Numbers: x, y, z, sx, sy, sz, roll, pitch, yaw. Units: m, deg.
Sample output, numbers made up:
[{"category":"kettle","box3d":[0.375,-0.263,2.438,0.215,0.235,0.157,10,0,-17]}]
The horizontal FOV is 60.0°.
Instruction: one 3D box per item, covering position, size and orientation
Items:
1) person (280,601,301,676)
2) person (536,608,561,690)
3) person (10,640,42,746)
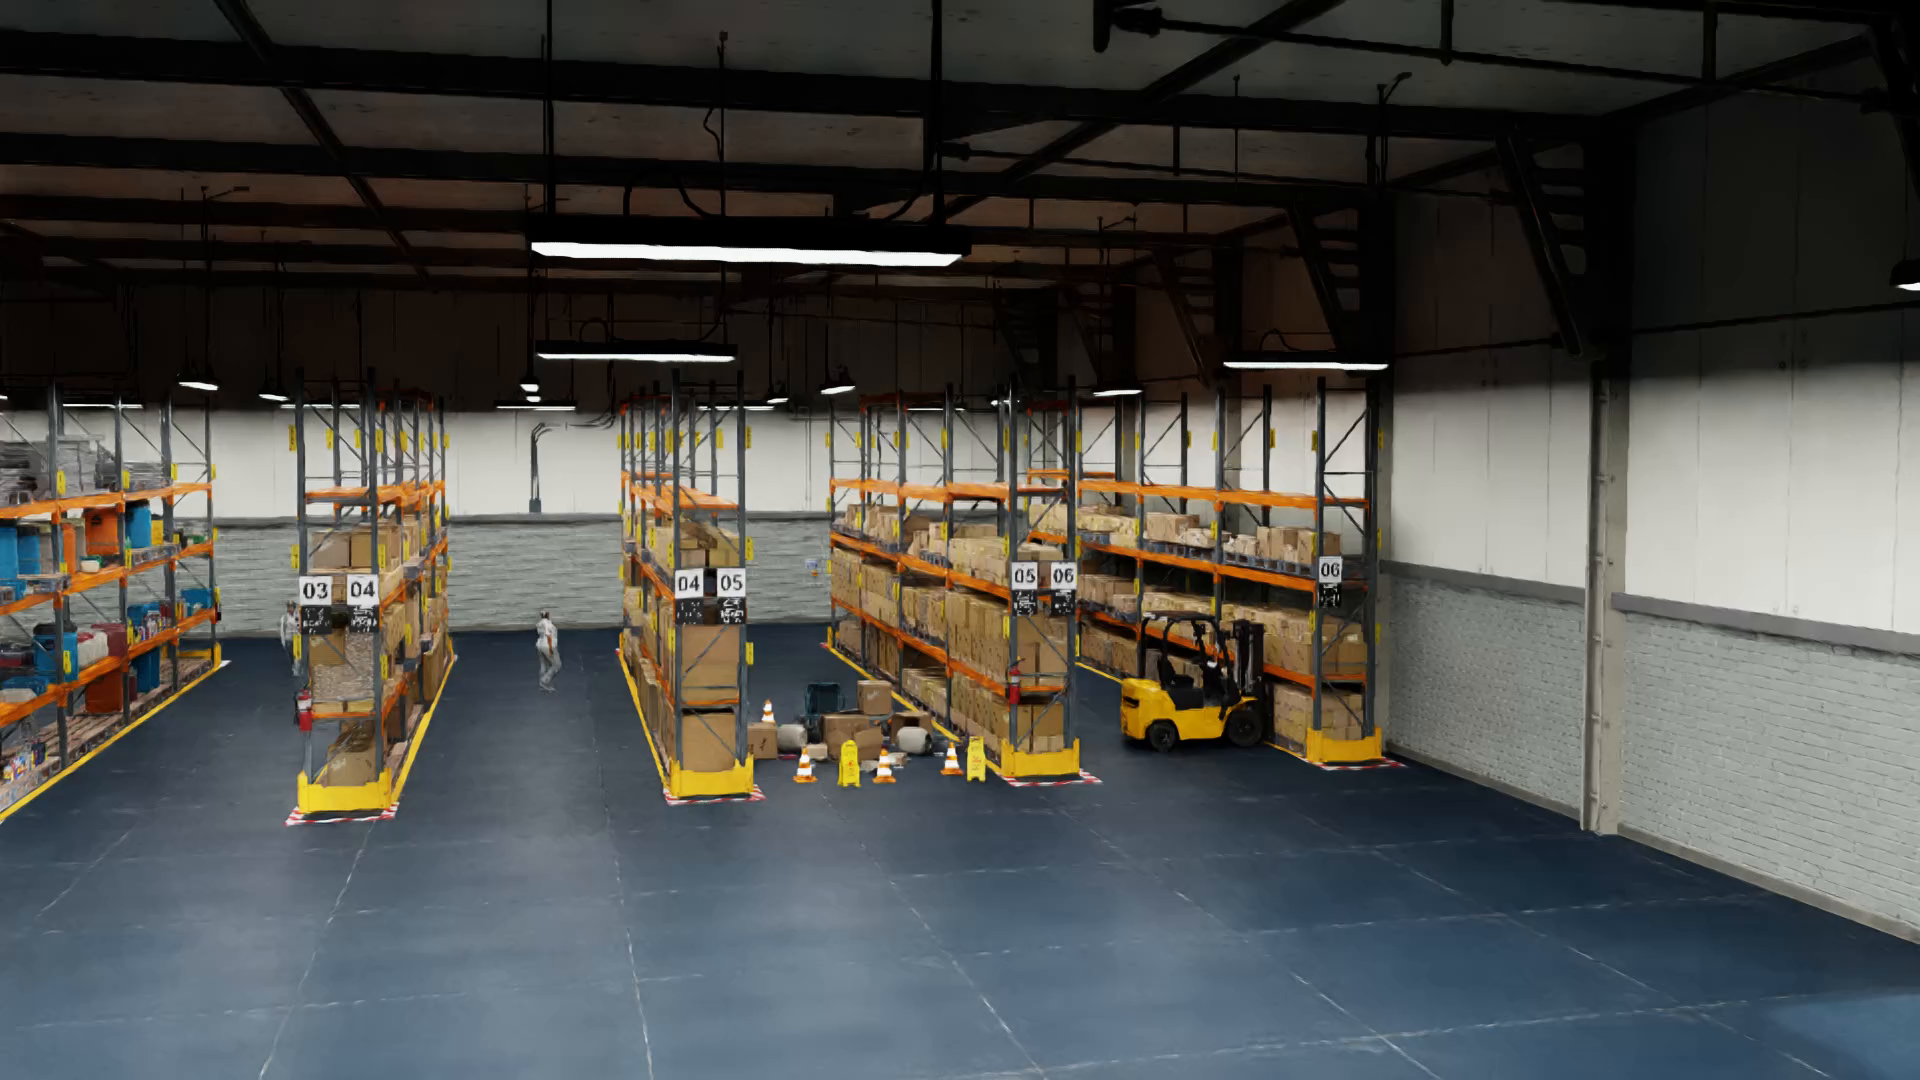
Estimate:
[{"category":"person","box3d":[-14.249,2.073,35.463,0.483,1.589,1.086,-1,3,-11]},{"category":"person","box3d":[-8.278,2.191,33.280,0.441,1.655,0.538,-3,5,-42]},{"category":"person","box3d":[-14.648,2.396,26.035,0.473,1.676,0.536,-1,4,-21]}]
